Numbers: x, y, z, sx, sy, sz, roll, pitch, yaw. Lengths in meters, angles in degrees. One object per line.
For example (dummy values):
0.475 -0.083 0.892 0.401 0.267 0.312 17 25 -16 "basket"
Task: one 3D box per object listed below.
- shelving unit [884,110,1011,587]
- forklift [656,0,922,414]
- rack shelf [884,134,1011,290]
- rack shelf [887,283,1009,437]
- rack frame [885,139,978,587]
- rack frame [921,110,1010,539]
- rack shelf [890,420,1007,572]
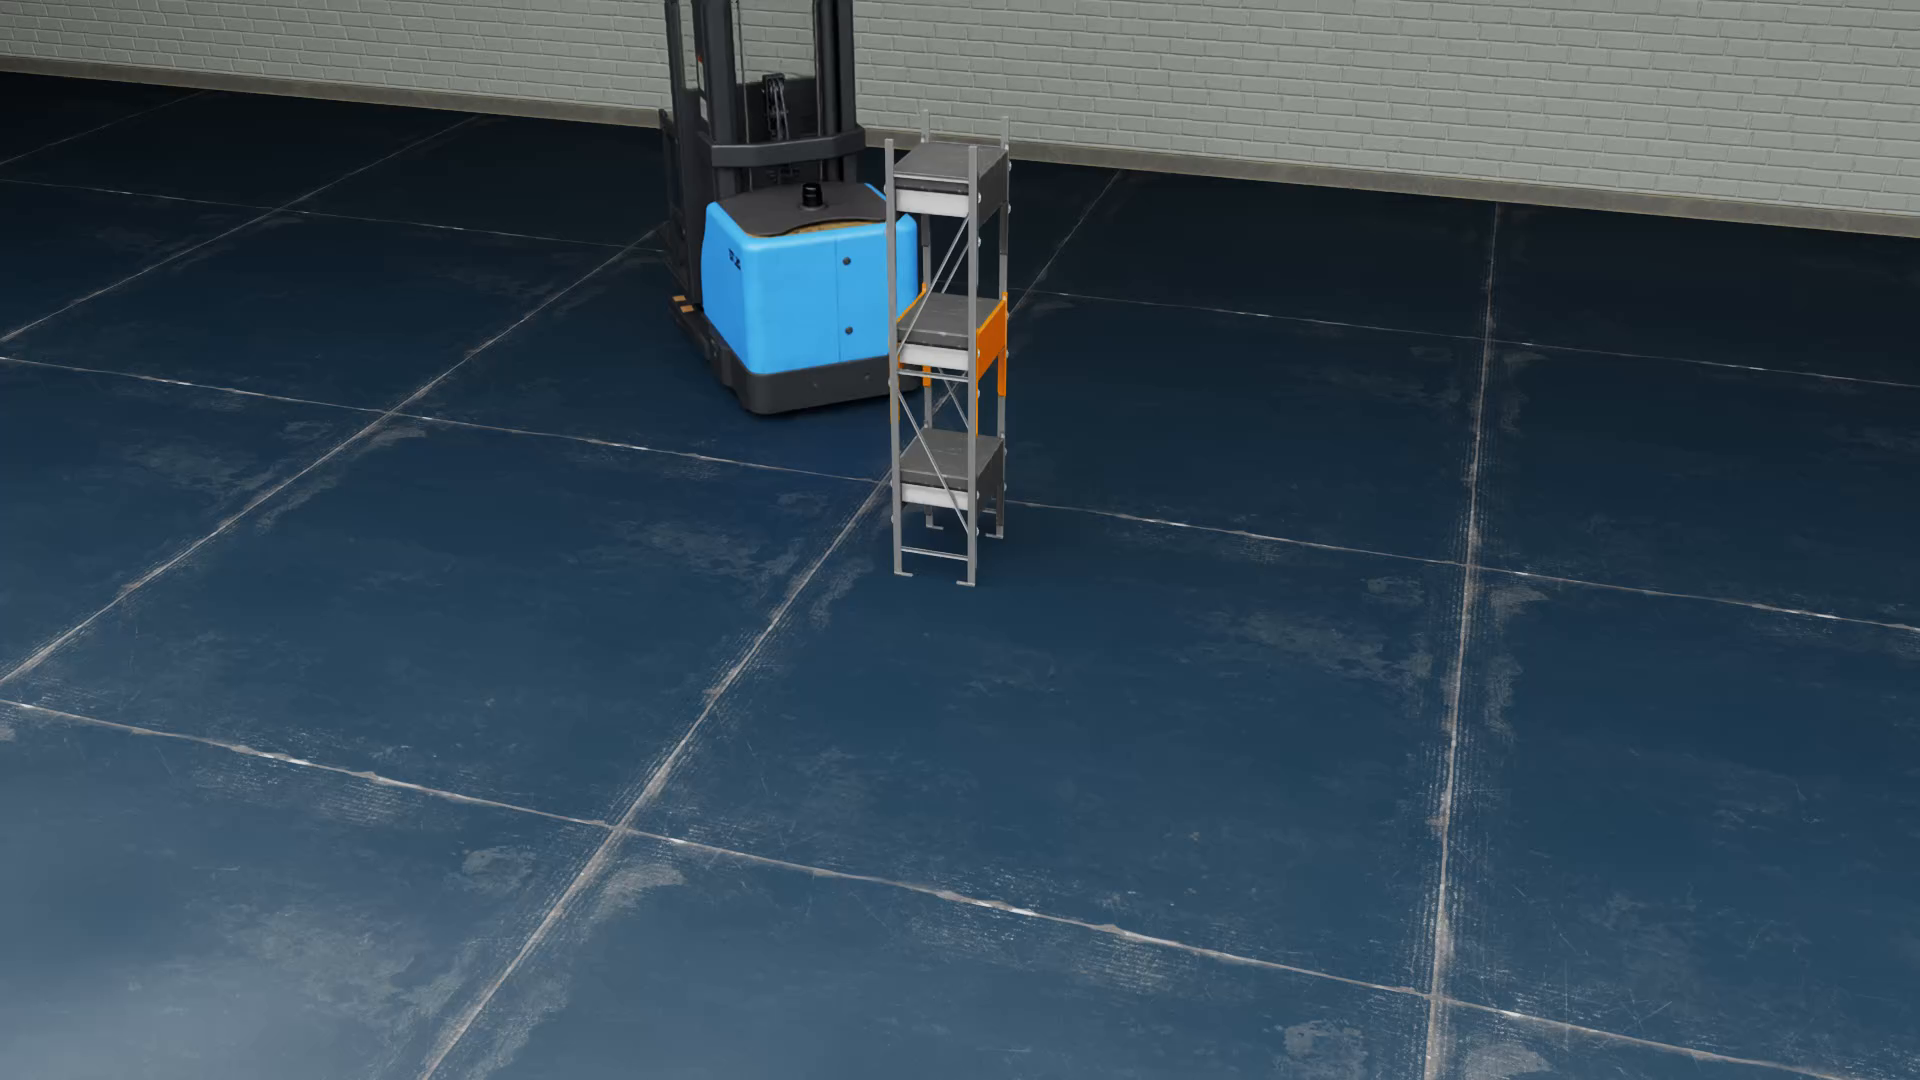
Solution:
-0.049 -0.841 7.601 0.431 2.100 0.503 8 30 15 "shelving unit"
-1.256 -2.688 10.067 1.130 2.935 3.031 -11 31 -20 "forklift"
-0.049 -1.440 7.268 0.431 0.518 0.480 8 30 15 "rack shelf"
-0.049 -0.829 7.608 0.431 0.518 0.480 8 30 15 "rack shelf"
-0.120 -0.727 7.397 0.400 2.100 0.015 8 30 15 "rack frame"
0.023 -0.954 7.805 0.400 2.100 0.015 8 30 15 "rack frame"
-0.049 -0.217 7.948 0.431 0.518 0.480 8 30 15 "rack shelf"
